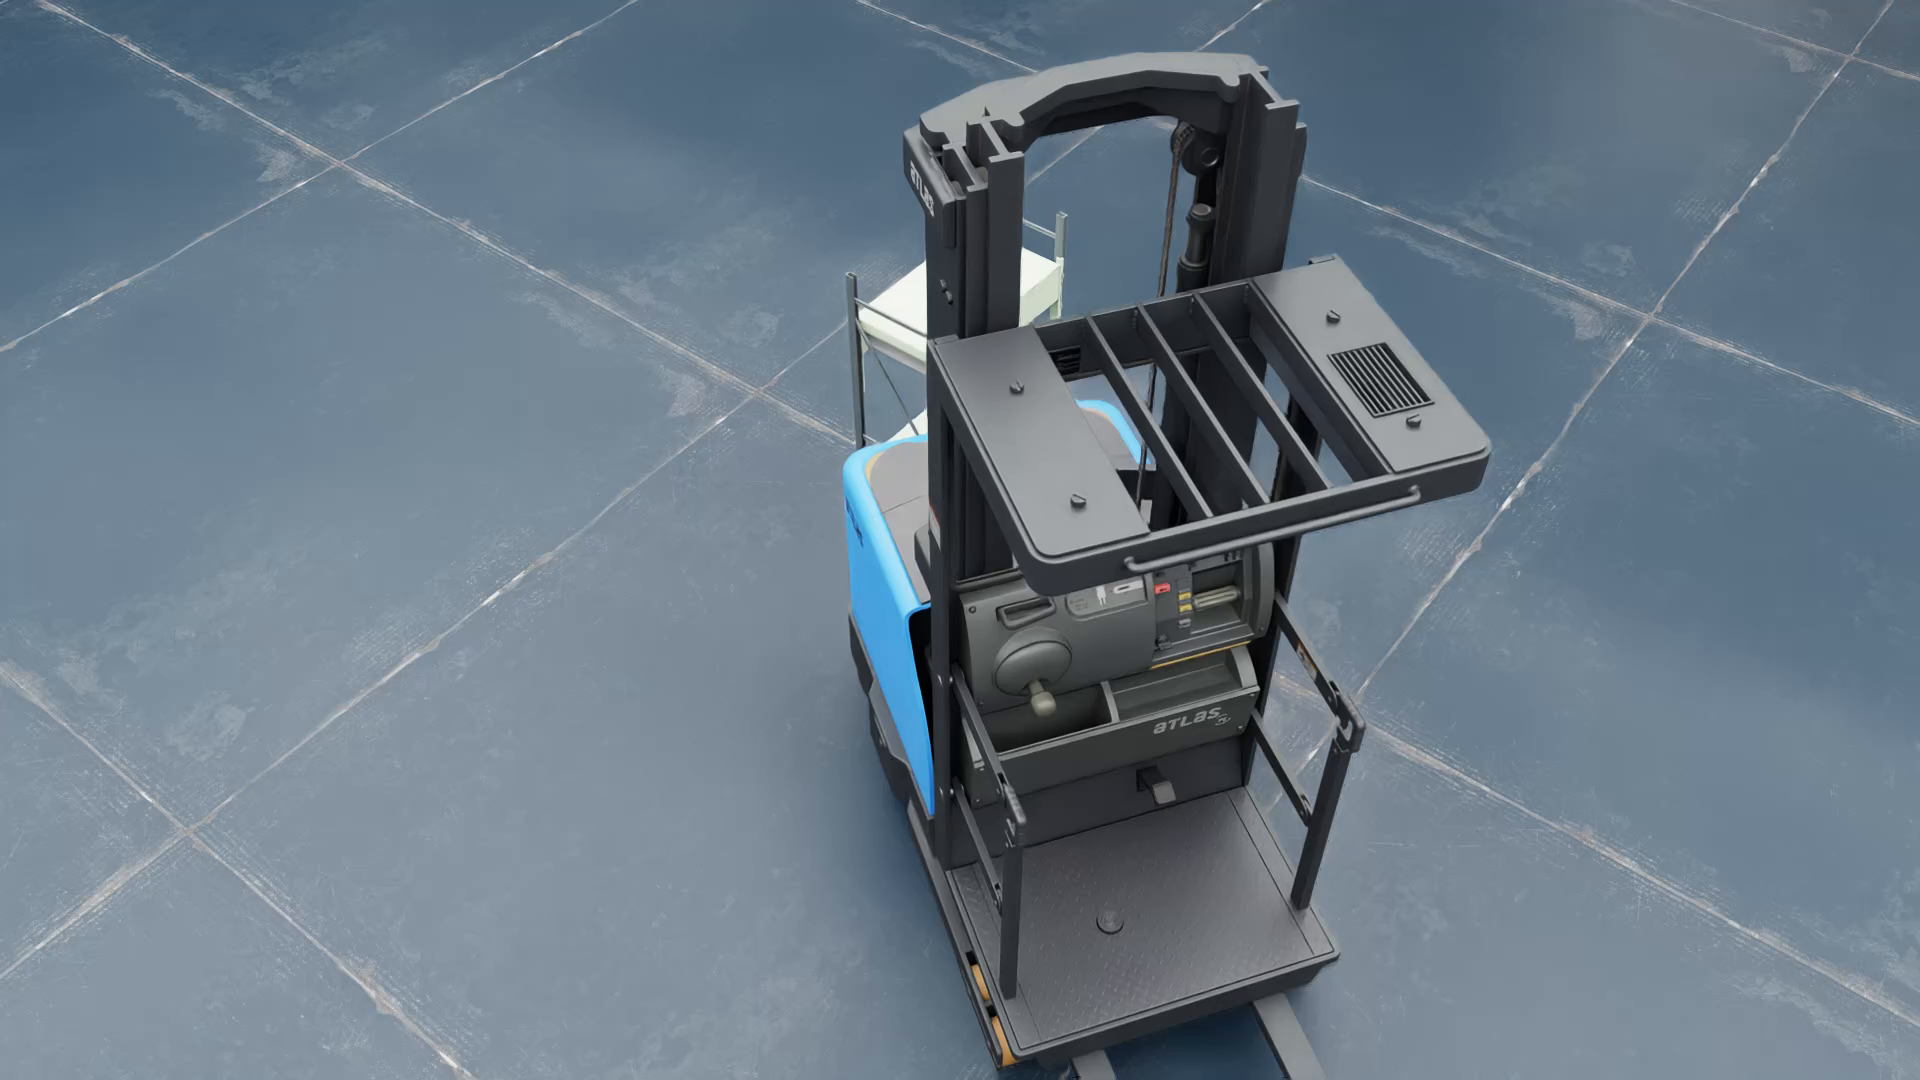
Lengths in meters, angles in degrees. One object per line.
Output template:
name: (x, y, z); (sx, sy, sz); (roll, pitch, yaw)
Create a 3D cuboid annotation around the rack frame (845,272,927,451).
rack frame: (-0.230, -0.311, 6.175); (0.400, 1.500, 0.023); (30, 53, 25)

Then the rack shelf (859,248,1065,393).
rack shelf: (-0.005, -0.789, 6.092); (0.431, 0.370, 0.720); (30, 53, 25)

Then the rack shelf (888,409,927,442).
rack shelf: (-0.004, -0.295, 6.610); (0.431, 0.370, 0.720); (30, 53, 25)

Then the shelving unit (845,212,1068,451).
shelving unit: (-0.005, -0.520, 6.374); (0.431, 1.500, 0.755); (30, 53, 25)

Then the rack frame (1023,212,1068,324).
rack frame: (0.221, -0.728, 6.573); (0.400, 1.500, 0.023); (30, 53, 25)

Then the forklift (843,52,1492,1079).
forklift: (0.529, 0.324, 4.578); (1.130, 2.935, 3.031); (-14, 48, -13)
